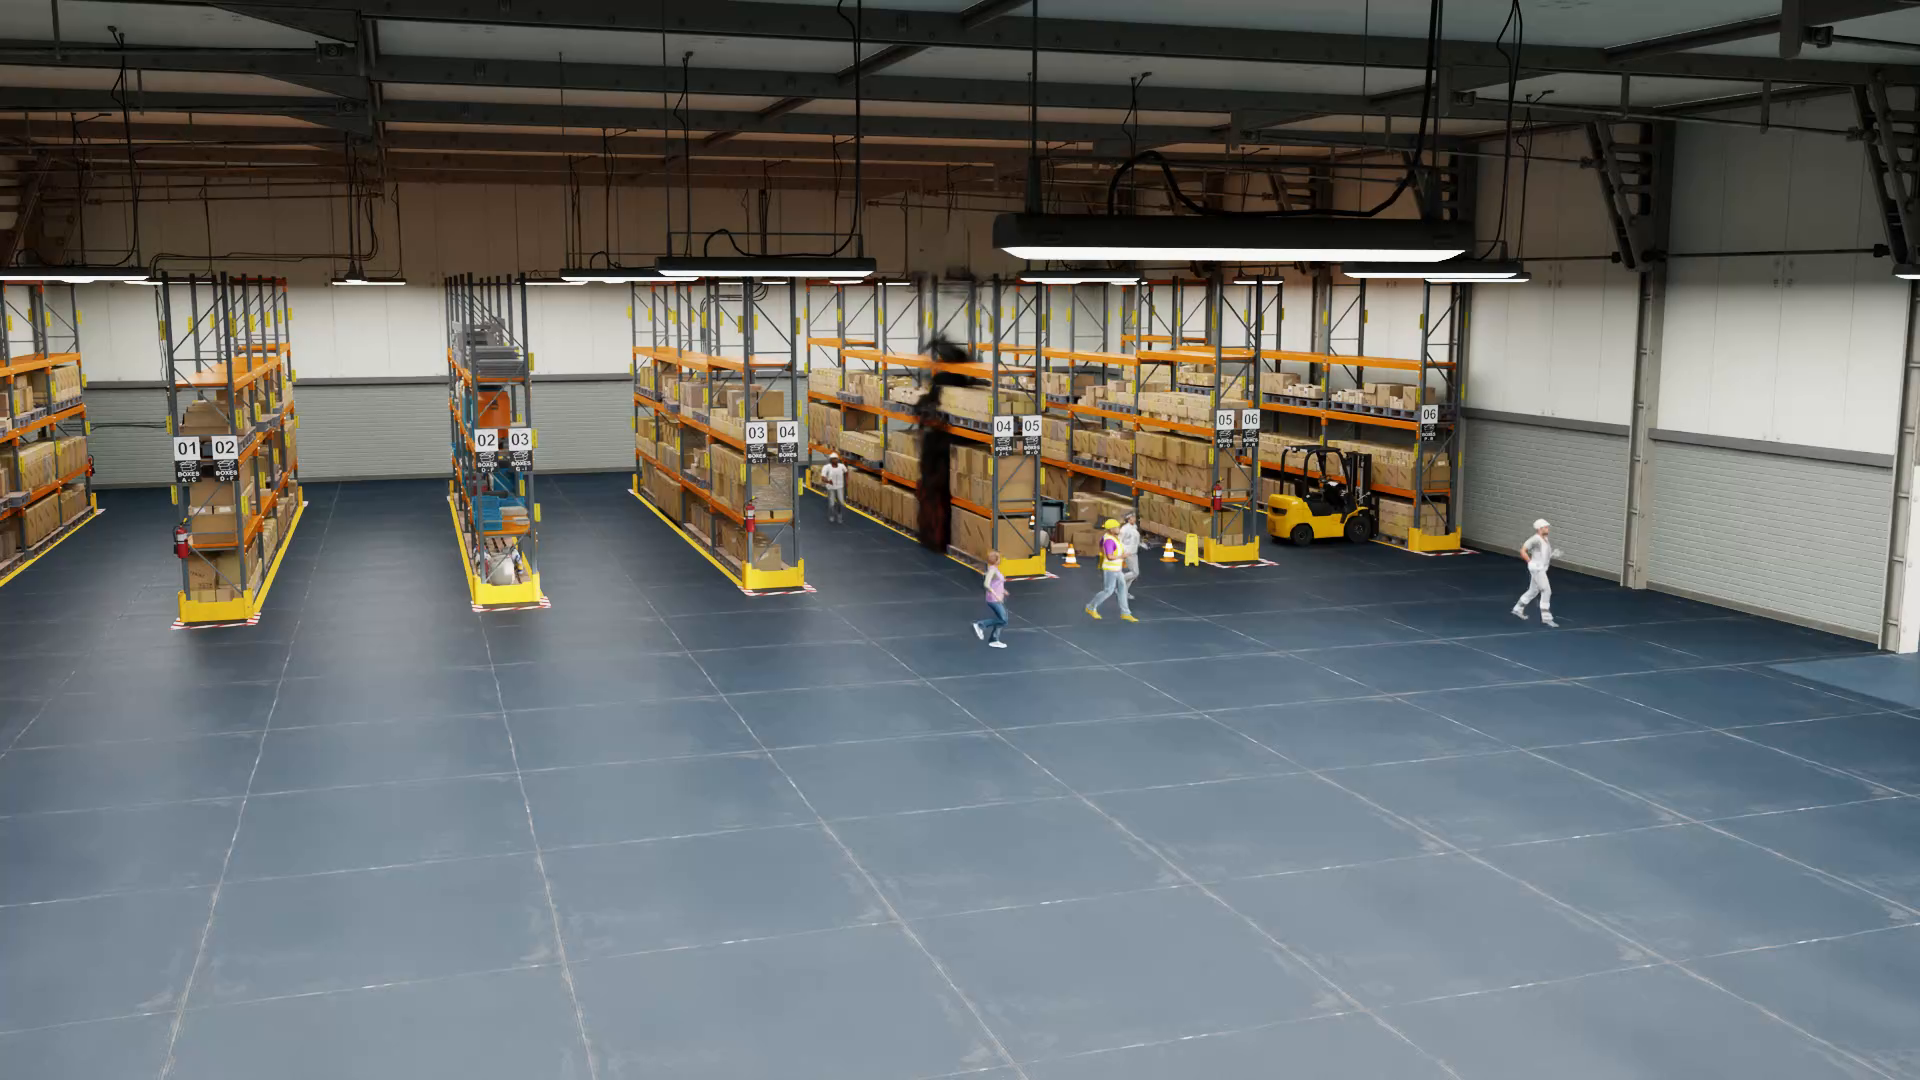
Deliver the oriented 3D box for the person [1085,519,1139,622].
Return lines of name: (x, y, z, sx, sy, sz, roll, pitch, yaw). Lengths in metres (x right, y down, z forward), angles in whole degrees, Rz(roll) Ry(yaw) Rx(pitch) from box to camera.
person: (2.617, 0.529, 28.574, 0.918, 1.786, 0.692, 3, 9, 16)

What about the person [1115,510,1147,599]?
person: (3.182, 0.264, 30.913, 0.564, 1.656, 0.603, 5, 10, 31)

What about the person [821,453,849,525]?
person: (-3.025, -1.238, 40.514, 0.734, 1.780, 0.684, -3, 9, -17)

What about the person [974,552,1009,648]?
person: (0.506, 0.958, 26.669, 0.546, 1.558, 0.542, 1, 9, 6)

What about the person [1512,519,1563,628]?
person: (9.888, 0.547, 28.433, 0.831, 1.822, 0.653, 5, 10, 30)
